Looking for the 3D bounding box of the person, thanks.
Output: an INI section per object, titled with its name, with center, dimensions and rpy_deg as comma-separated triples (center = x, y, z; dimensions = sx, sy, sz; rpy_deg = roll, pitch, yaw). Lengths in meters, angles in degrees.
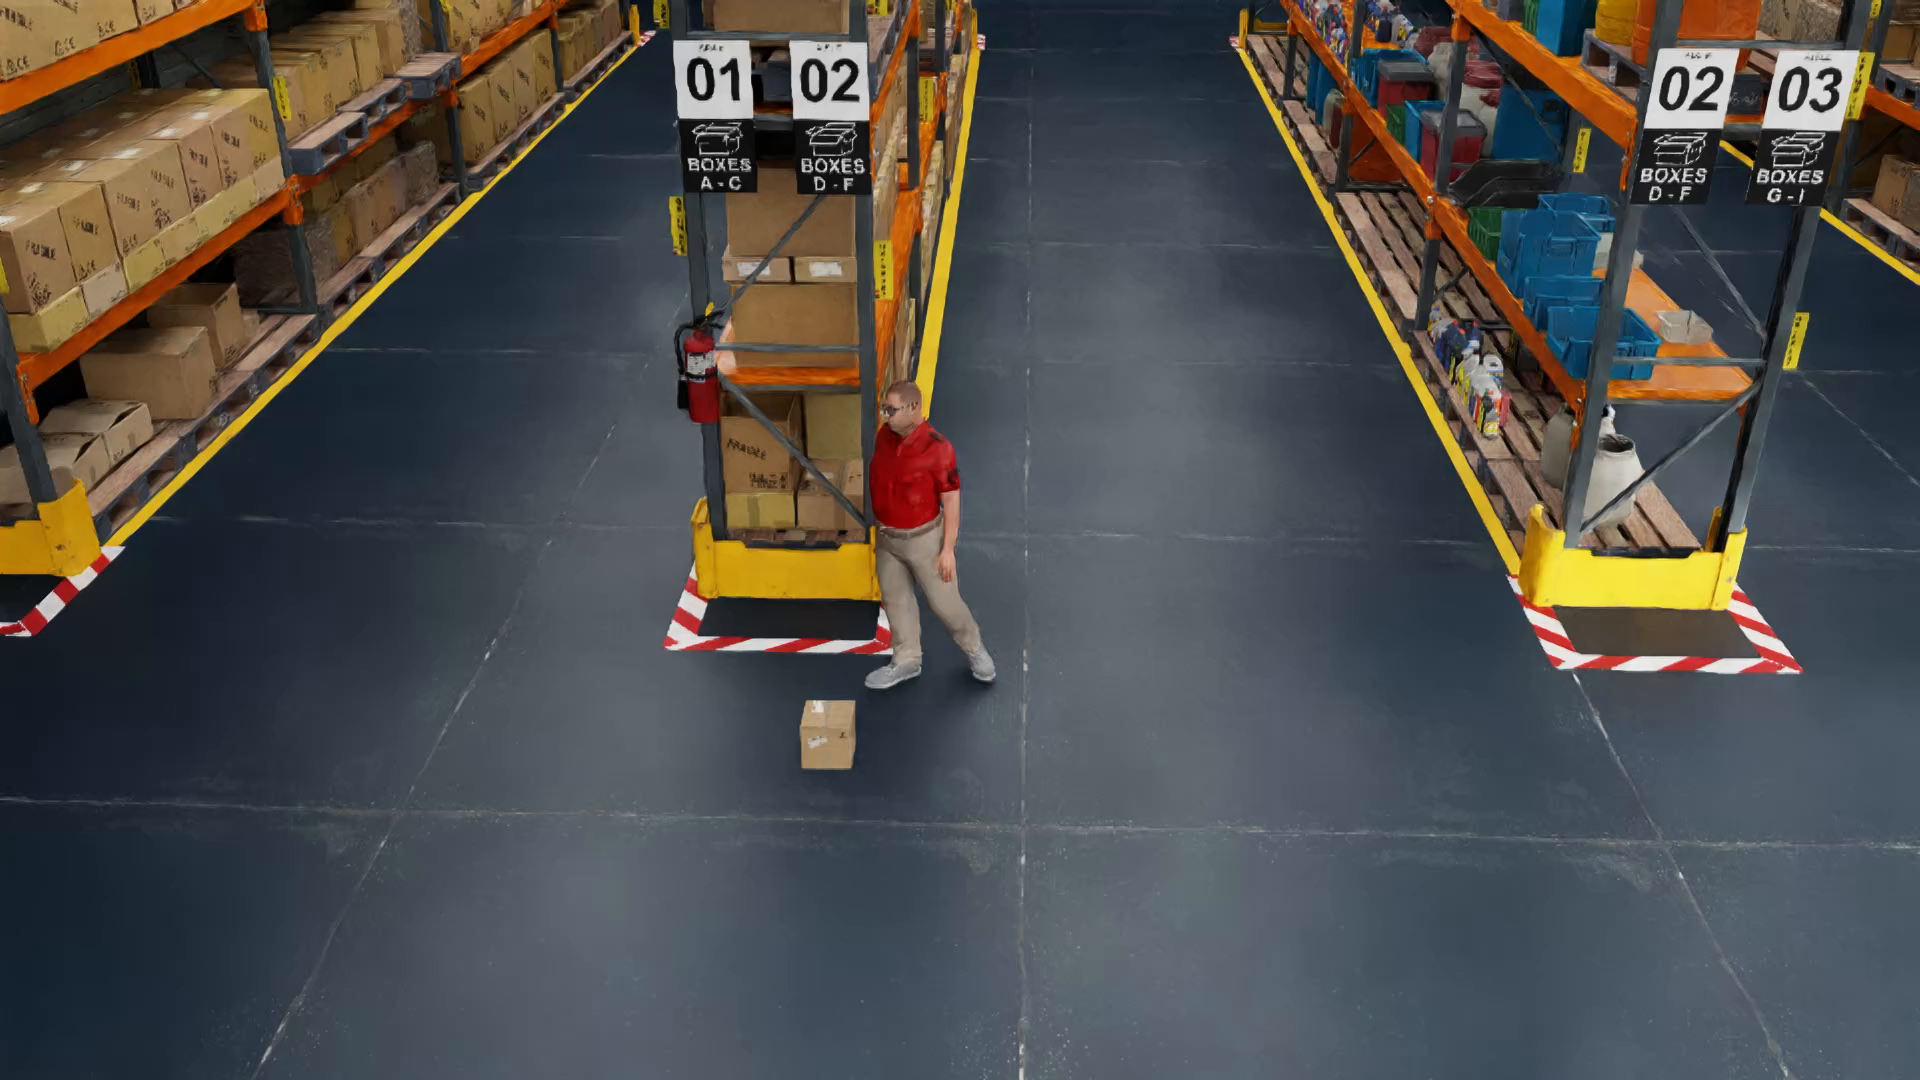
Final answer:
[person]
center = -0.169, -0.022, 8.666
dimensions = 0.649, 1.725, 0.623
rpy_deg = 22, 35, 35
